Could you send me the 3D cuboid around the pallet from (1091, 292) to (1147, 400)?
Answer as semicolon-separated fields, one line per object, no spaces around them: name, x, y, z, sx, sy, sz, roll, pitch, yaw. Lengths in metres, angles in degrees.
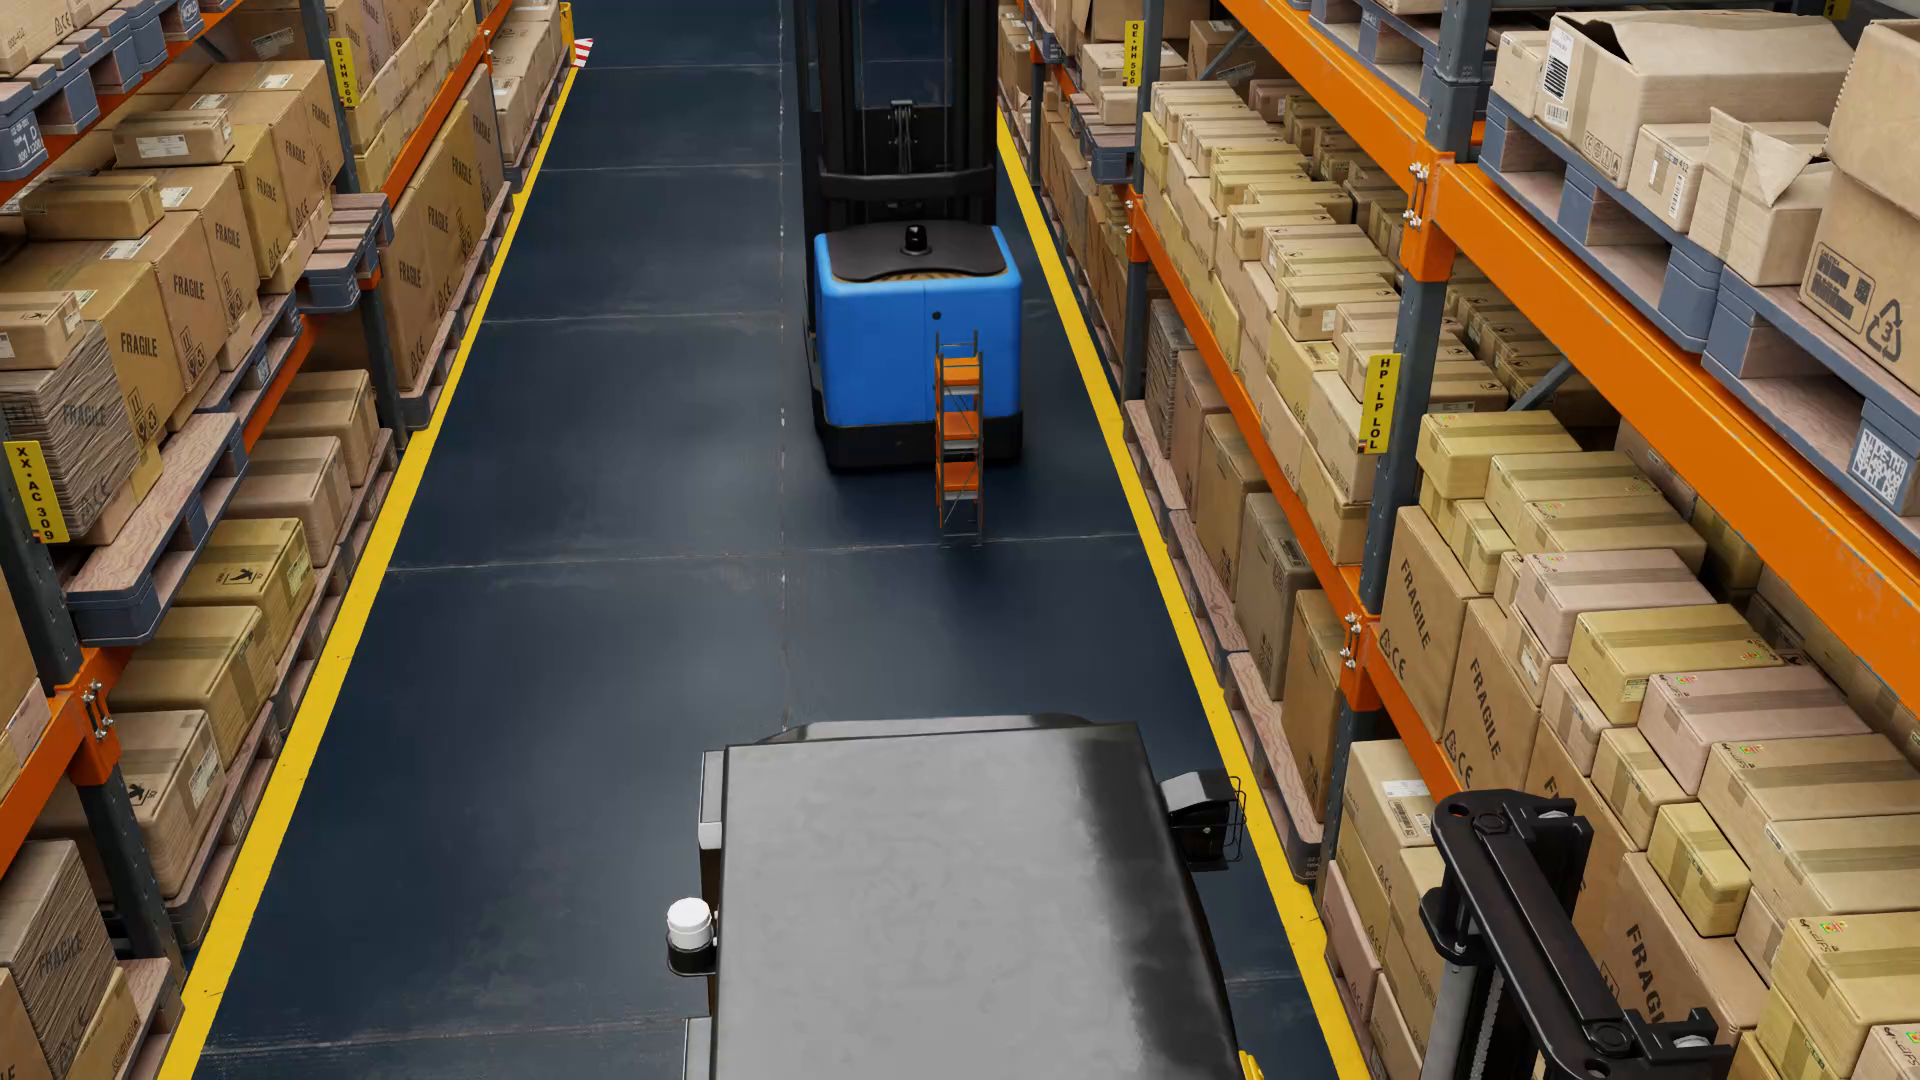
pallet;1.382;-1.199;10.052;1.003;0.211;1.213;-3;31;-5

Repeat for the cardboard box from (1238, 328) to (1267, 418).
cardboard box;1.412;-0.663;6.581;0.500;0.250;0.500;-3;31;-4

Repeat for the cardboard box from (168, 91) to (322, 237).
cardboard box;-3.149;-1.642;7.277;0.500;0.500;0.500;-3;31;-5

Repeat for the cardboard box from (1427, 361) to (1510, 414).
cardboard box;1.535;-0.456;5.359;0.380;0.149;0.250;-2;31;-3

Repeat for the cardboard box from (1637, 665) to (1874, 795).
cardboard box;1.722;0.411;3.617;0.380;0.149;0.250;-3;31;-5

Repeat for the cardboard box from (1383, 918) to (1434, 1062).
cardboard box;1.575;1.333;4.877;0.500;0.250;0.500;-3;31;-5

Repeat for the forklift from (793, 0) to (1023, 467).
forklift;-0.372;-2.376;9.369;1.130;2.935;3.031;-4;31;-6

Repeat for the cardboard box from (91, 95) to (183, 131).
cardboard box;-3.660;-1.618;7.237;0.500;0.500;0.500;-1;31;-2

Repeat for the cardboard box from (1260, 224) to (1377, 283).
cardboard box;1.386;-1.107;6.449;0.380;0.149;0.250;-2;31;-4

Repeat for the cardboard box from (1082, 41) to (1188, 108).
cardboard box;0.994;-2.652;9.502;0.500;0.250;0.500;-4;31;-7

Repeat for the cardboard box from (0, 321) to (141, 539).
cardboard box;-2.912;-0.335;5.089;0.500;0.500;0.500;-2;31;-3

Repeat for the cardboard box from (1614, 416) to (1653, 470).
cardboard box;2.119;-0.272;4.760;0.380;0.149;0.250;-3;31;-4

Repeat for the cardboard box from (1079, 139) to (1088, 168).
cardboard box;0.994;-2.582;11.043;0.380;0.149;0.250;-2;31;-3

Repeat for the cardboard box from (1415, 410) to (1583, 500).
cardboard box;1.523;-0.243;4.712;0.380;0.149;0.250;-2;31;-4

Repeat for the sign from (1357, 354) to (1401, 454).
sign;1.249;-0.403;4.948;0.100;0.325;0.005;-3;31;-5

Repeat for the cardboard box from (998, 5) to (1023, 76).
cardboard box;0.671;-4.450;14.803;0.700;0.500;0.500;-2;31;-3

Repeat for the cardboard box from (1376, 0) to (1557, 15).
cardboard box;1.478;-1.802;4.996;0.500;0.311;0.500;-4;31;-6

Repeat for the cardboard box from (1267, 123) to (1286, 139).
cardboard box;1.733;-1.948;8.244;0.500;0.250;0.500;-2;31;-3

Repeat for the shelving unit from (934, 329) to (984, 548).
shelving unit;-0.005;-0.478;8.027;0.215;1.050;0.252;-3;31;-5

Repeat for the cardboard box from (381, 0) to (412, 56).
cardboard box;-3.419;-3.027;9.320;0.500;0.500;0.500;-2;31;-3

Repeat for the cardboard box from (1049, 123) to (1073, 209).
cardboard box;0.921;-2.634;11.762;0.500;0.500;0.500;-3;31;-5

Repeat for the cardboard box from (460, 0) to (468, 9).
cardboard box;-3.618;-3.753;11.266;0.500;0.250;0.500;-3;31;-5

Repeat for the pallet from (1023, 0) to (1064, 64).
pallet;1.007;-3.560;11.472;1.003;0.211;1.213;-3;31;-5

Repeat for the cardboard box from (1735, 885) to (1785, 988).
cardboard box;1.773;0.801;3.255;0.380;0.149;0.250;-3;31;-5

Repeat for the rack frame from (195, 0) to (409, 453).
rack frame;-3.527;-1.774;8.294;1.000;3.000;0.127;-3;31;-5

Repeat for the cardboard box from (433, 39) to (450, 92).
cardboard box;-3.533;-3.016;10.520;0.500;0.250;0.500;-4;31;-6

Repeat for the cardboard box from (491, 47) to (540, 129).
cardboard box;-3.937;-3.679;13.573;0.875;0.438;0.875;-4;31;-6

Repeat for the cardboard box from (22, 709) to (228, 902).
cardboard box;-3.205;0.949;5.889;0.950;0.372;0.625;-2;31;-4

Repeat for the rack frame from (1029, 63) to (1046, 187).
rack frame;1.041;-4.056;12.115;1.000;3.000;0.127;-3;31;-5

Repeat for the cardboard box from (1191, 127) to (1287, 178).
cardboard box;1.264;-1.759;7.539;0.380;0.149;0.250;-2;31;-4

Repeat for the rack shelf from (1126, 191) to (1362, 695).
rack shelf;1.601;-0.683;7.171;1.077;0.370;4.000;-3;31;-5

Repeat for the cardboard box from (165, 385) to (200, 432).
cardboard box;-2.990;-0.503;6.003;0.380;0.149;0.250;-2;31;-4

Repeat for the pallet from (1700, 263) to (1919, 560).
pallet;2.004;-0.165;2.763;1.003;0.211;1.213;-3;31;-5

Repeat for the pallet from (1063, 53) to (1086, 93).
pallet;1.228;-2.924;10.407;1.003;0.211;1.213;-3;31;-5

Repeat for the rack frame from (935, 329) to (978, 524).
rack frame;-0.016;-0.540;8.131;0.200;1.050;0.008;-3;31;-5

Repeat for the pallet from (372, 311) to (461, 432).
pallet;-3.526;-0.983;9.689;1.003;0.211;1.213;-3;31;-5

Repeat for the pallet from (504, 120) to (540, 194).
pallet;-3.894;-3.011;13.085;1.003;0.211;1.213;-3;31;-5

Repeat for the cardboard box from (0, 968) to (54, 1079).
cardboard box;-2.782;1.496;4.362;0.500;0.500;0.500;-2;31;-4

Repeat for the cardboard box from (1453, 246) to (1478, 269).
cardboard box;1.931;-1.007;6.281;0.380;0.149;0.250;-3;31;-5

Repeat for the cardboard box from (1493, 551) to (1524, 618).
cardboard box;1.634;0.147;4.349;0.380;0.149;0.250;-3;31;-5

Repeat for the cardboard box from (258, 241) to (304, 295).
cardboard box;-3.042;-1.161;7.105;0.380;0.149;0.250;-2;31;-4

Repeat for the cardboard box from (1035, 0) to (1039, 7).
cardboard box;0.863;-4.021;11.550;0.700;0.500;0.500;-2;31;-3

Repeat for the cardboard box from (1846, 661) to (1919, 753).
cardboard box;2.206;0.384;3.662;0.380;0.149;0.250;-3;31;-5

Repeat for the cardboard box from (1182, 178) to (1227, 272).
cardboard box;1.289;-1.402;7.330;0.500;0.250;0.500;-4;31;-6

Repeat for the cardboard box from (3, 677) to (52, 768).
cardboard box;-2.820;0.526;4.689;0.380;0.149;0.250;-3;31;-5

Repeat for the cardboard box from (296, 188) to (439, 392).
cardboard box;-3.509;-1.398;9.328;0.875;0.875;0.875;-3;31;-5

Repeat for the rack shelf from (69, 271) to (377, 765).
rack shelf;-3.340;-0.444;6.769;1.077;0.370;4.000;-3;31;-5

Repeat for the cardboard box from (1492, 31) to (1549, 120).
cardboard box;1.528;-1.131;4.031;0.380;0.149;0.250;-2;31;-4

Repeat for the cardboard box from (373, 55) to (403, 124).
cardboard box;-3.376;-2.458;9.099;0.500;0.250;0.500;-2;31;-3

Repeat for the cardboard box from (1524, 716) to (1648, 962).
cardboard box;1.683;0.749;3.974;0.500;0.500;0.500;-3;31;-5

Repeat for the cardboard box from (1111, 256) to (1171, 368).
cardboard box;1.161;-1.326;9.573;0.500;0.500;0.500;-2;31;-3

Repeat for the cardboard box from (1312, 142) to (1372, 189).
cardboard box;1.785;-1.656;7.367;0.380;0.149;0.250;-3;31;-5

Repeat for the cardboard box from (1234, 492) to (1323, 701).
cardboard box;1.663;0.206;6.887;0.875;0.625;0.625;-3;31;-5

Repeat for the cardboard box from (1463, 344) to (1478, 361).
cardboard box;1.959;-0.650;6.072;0.500;0.250;0.500;-3;31;-5

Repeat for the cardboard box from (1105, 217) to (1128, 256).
cardboard box;1.060;-1.777;9.695;0.380;0.149;0.250;-4;31;-7
